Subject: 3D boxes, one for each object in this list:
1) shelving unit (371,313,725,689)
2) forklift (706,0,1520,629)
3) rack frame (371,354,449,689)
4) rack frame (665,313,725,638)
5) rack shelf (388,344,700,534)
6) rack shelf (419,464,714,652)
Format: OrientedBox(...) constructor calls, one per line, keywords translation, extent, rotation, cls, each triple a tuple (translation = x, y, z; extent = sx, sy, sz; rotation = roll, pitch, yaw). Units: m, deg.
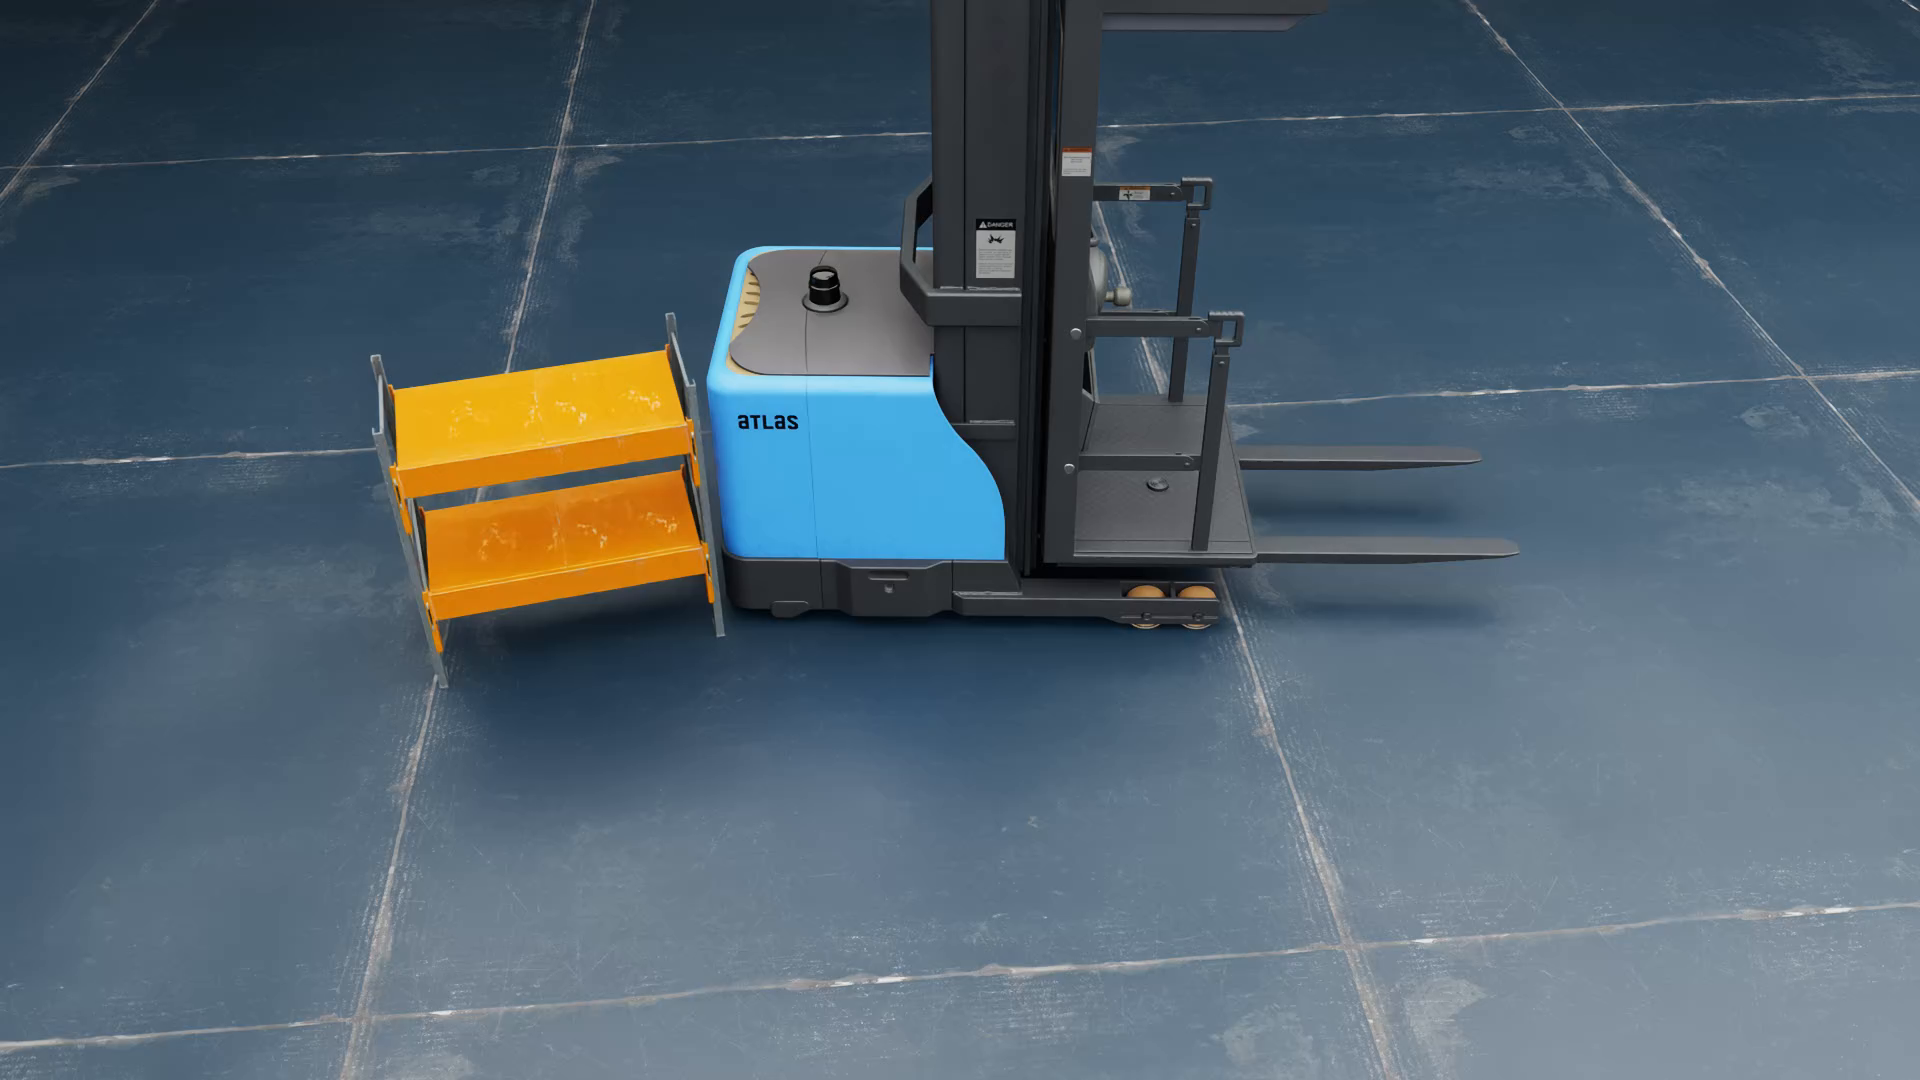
OrientedBox(translation=(-1.461, -0.137, 6.015), extent=(1.048, 1.125, 0.538), rotation=(-10, 39, -13), cls="shelving unit")
OrientedBox(translation=(0.624, -1.145, 5.836), extent=(3.031, 2.935, 1.130), rotation=(0, 38, 1), cls="forklift")
OrientedBox(translation=(-1.950, -0.049, 5.904), extent=(0.032, 1.125, 0.500), rotation=(-10, 39, -13), cls="rack frame")
OrientedBox(translation=(-0.973, -0.224, 6.126), extent=(0.032, 1.125, 0.500), rotation=(-10, 39, -13), cls="rack frame")
OrientedBox(translation=(-1.461, -0.366, 5.834), extent=(1.000, 0.278, 0.538), rotation=(-10, 39, -13), cls="rack shelf")
OrientedBox(translation=(-1.461, 0.055, 6.166), extent=(1.000, 0.278, 0.538), rotation=(-10, 39, -13), cls="rack shelf")
